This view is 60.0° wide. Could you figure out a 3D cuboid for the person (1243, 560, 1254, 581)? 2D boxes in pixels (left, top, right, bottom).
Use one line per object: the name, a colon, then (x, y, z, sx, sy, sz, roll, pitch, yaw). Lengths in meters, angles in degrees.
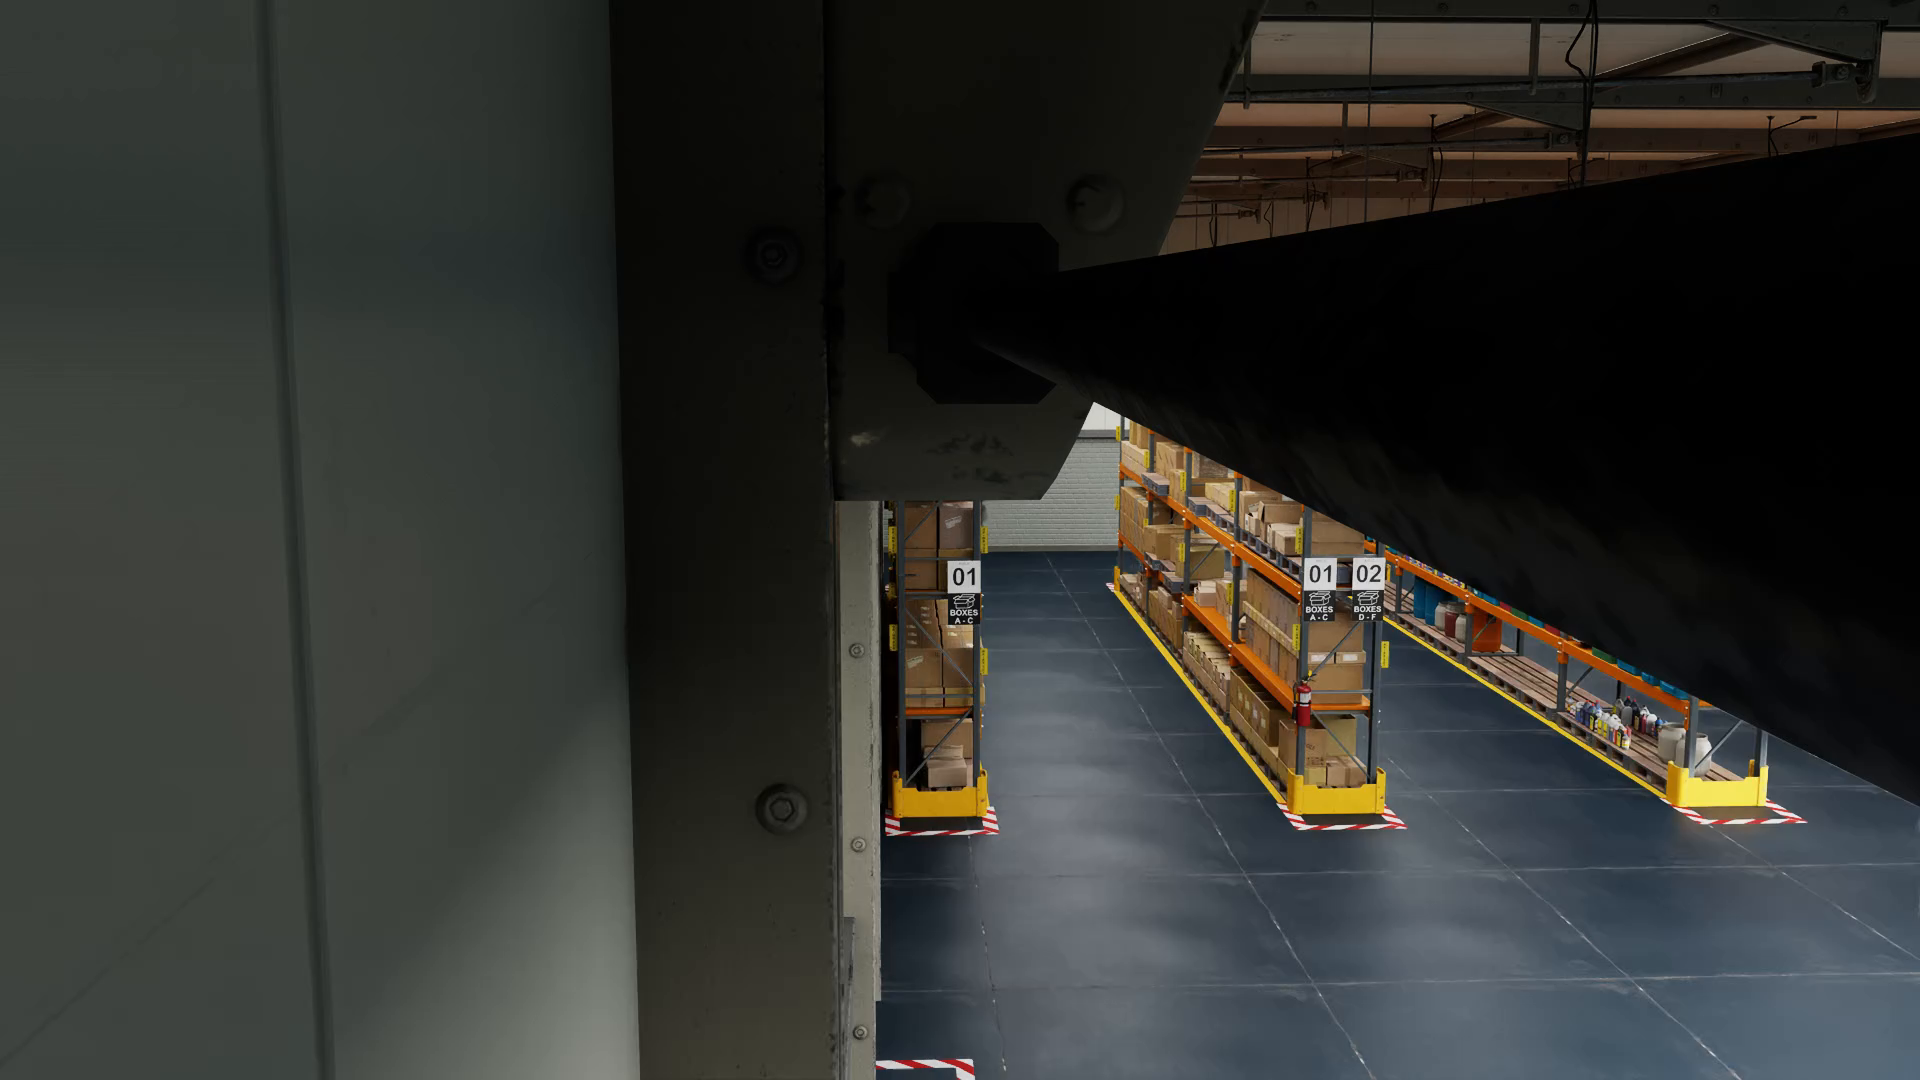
person: (6.059, 0.503, 34.564, 0.710, 1.794, 0.790, -3, 9, -17)
